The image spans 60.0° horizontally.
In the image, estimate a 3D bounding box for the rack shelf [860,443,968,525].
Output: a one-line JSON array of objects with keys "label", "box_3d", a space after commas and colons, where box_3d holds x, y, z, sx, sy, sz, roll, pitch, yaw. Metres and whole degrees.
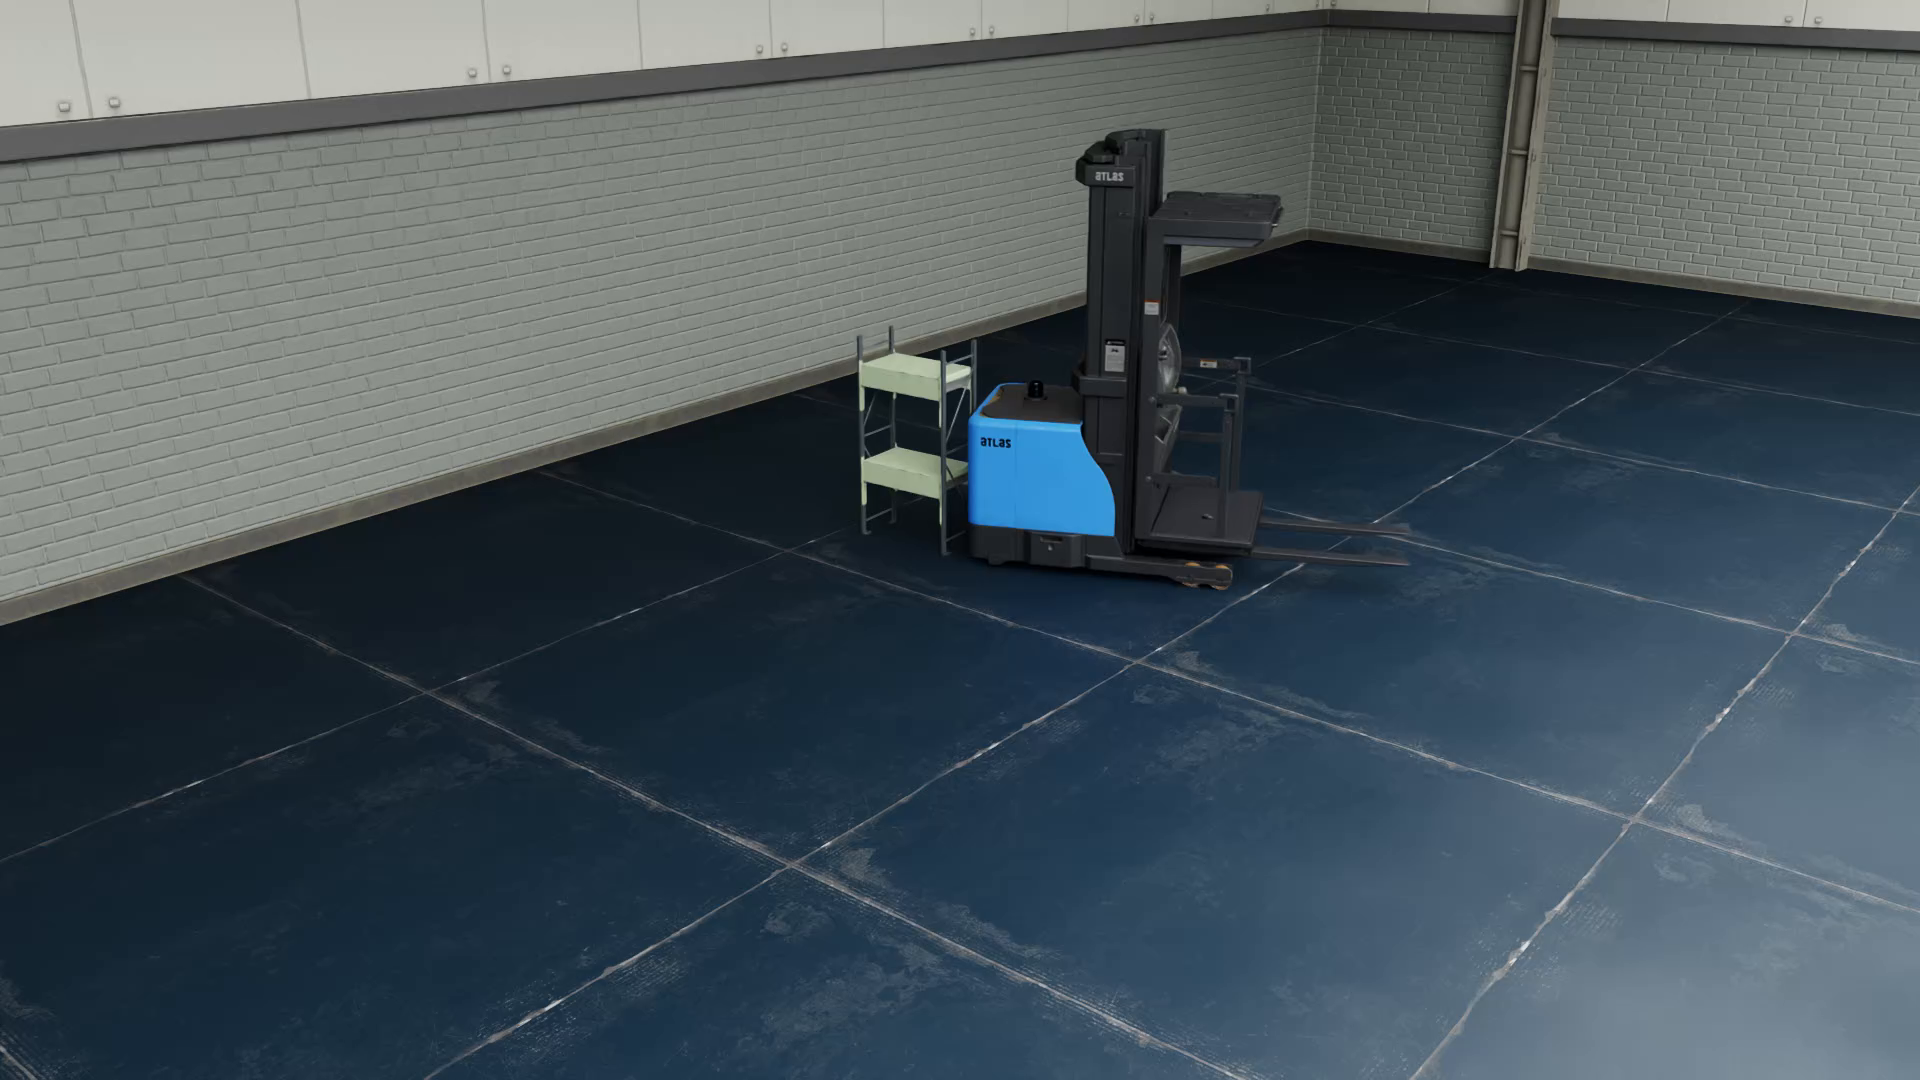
[{"label": "rack shelf", "box_3d": [-0.307, -0.415, 12.066, 0.720, 0.370, 0.431, 14, 25, 33]}]

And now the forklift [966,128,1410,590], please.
[{"label": "forklift", "box_3d": [1.614, -1.241, 11.305, 3.031, 2.935, 1.130, 5, 21, 13]}]

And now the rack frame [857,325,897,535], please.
[{"label": "rack frame", "box_3d": [-0.604, -0.795, 12.151, 0.023, 1.500, 0.400, 14, 25, 33]}]

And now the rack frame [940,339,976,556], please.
[{"label": "rack frame", "box_3d": [-0.009, -0.645, 11.752, 0.023, 1.500, 0.400, 14, 25, 33]}]

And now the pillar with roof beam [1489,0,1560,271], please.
[{"label": "pillar with roof beam", "box_3d": [4.371, -6.558, 16.806, 0.400, 9.000, 9.100, 16, 26, 36]}]

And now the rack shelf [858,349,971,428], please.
[{"label": "rack shelf", "box_3d": [-0.307, -1.085, 11.814, 0.720, 0.370, 0.431, 14, 25, 33]}]

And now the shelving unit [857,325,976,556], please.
[{"label": "shelving unit", "box_3d": [-0.307, -0.720, 11.951, 0.755, 1.500, 0.431, 14, 25, 33]}]
